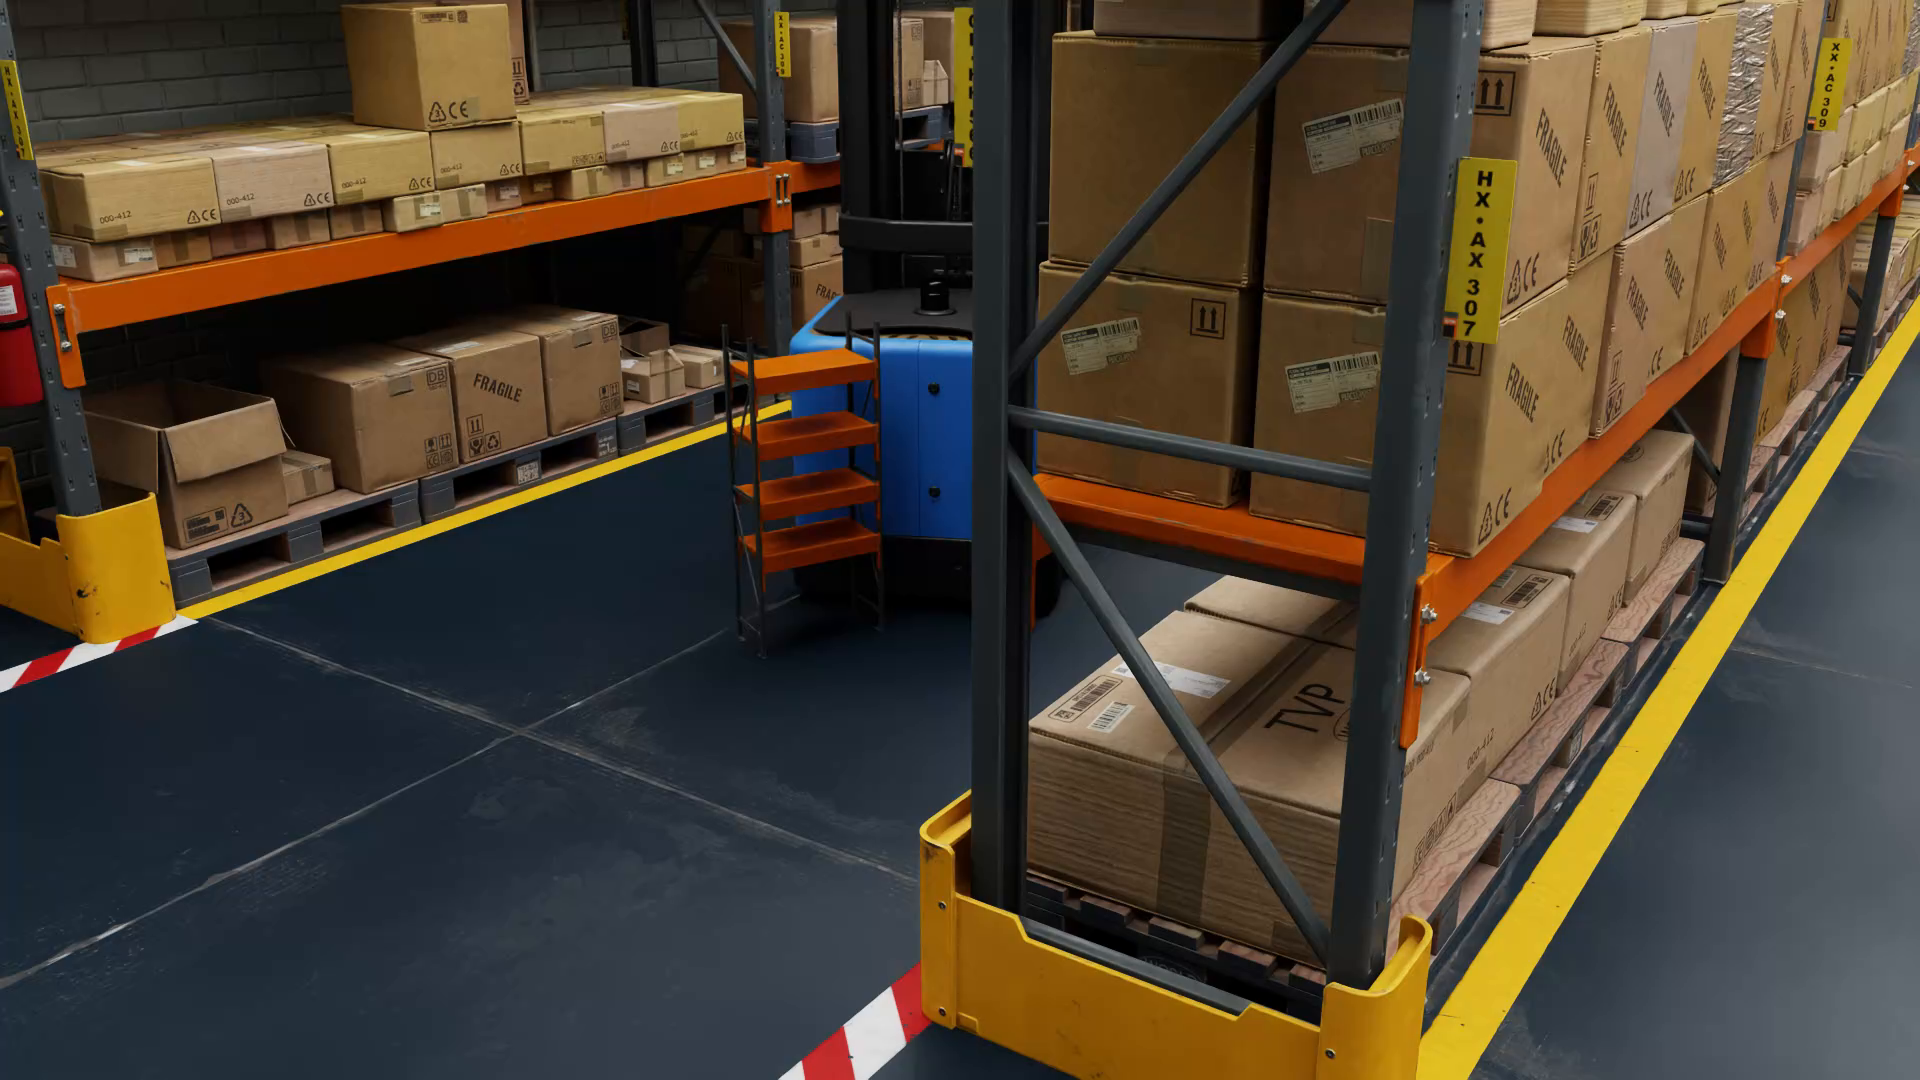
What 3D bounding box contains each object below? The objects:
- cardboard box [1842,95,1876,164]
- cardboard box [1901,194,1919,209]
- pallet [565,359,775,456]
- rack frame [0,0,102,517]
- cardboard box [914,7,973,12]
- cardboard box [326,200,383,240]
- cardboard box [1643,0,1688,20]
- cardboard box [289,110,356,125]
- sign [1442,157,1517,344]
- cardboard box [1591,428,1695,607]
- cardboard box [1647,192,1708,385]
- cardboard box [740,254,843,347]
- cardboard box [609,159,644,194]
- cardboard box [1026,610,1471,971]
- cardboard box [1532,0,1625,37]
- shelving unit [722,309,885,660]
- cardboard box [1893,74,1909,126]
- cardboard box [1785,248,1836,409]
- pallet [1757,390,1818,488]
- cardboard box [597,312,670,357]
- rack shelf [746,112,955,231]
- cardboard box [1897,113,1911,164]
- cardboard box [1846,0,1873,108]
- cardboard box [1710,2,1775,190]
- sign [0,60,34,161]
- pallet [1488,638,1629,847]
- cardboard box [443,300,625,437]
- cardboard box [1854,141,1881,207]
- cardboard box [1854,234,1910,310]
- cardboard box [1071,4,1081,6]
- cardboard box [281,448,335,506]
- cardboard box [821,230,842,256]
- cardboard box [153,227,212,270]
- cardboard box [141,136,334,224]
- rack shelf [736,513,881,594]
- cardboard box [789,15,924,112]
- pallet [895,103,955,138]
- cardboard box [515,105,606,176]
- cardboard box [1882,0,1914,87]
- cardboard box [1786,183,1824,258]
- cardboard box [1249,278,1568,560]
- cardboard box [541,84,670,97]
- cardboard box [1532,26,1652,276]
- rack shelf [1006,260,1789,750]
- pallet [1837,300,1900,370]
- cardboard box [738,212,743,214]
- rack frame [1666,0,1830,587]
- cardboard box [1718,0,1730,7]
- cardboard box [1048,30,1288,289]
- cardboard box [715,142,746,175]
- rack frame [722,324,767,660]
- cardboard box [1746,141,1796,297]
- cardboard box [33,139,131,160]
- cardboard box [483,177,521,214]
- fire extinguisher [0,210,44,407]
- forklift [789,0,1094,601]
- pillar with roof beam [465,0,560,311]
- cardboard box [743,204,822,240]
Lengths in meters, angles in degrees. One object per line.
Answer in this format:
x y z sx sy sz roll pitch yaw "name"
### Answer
3.777 -1.860 7.466 0.500 0.250 0.500 14 24 32 "cardboard box"
6.925 -2.439 12.718 0.950 0.372 0.625 14 24 33 "cardboard box"
-1.774 -0.792 9.103 1.003 0.211 1.213 13 24 32 "pallet"
-3.635 -1.149 6.049 1.000 3.000 0.127 13 24 32 "rack frame"
0.097 -3.186 10.800 0.797 0.503 0.637 13 24 31 "cardboard box"
-2.662 -1.375 7.019 0.380 0.149 0.250 14 24 33 "cardboard box"
1.642 -1.420 4.259 0.380 0.149 0.250 14 24 32 "cardboard box"
-2.729 -1.841 7.706 0.500 0.250 0.500 13 24 32 "cardboard box"
0.928 -0.516 2.973 0.100 0.325 0.005 13 24 32 "sign"
2.279 -0.166 6.479 0.875 0.438 0.875 13 24 31 "cardboard box"
1.809 -0.751 4.828 0.500 0.500 0.500 14 25 34 "cardboard box"
-0.929 -1.417 9.769 0.500 0.500 0.500 15 25 34 "cardboard box"
-1.781 -1.810 8.198 0.380 0.149 0.250 14 24 33 "cardboard box"
0.760 0.613 4.371 0.875 0.438 0.875 12 24 30 "cardboard box"
1.230 -1.192 3.643 0.380 0.149 0.250 14 25 33 "cardboard box"
-0.563 -0.204 6.086 0.503 1.200 0.258 -12 23 -29 "shelving unit"
4.622 -2.306 8.670 0.500 0.250 0.500 13 24 30 "cardboard box"
4.007 -1.241 8.754 0.875 0.875 0.875 14 24 32 "cardboard box"
3.777 -0.610 8.610 1.003 0.211 1.213 13 24 32 "pallet"
-1.954 -1.090 9.157 0.500 0.311 0.500 14 25 34 "cardboard box"
-0.262 -2.534 10.828 1.077 0.370 4.000 13 24 32 "rack shelf"
4.900 -2.212 9.137 0.500 0.250 0.500 12 24 30 "cardboard box"
3.469 -2.068 6.946 0.500 0.500 0.500 13 24 32 "cardboard box"
2.113 -1.365 5.046 0.500 0.500 0.500 14 24 33 "cardboard box"
-3.186 -1.450 5.613 0.100 0.325 0.005 13 24 32 "sign"
1.543 0.532 5.522 1.003 0.211 1.213 13 24 32 "pallet"
-2.117 -0.867 8.282 0.700 0.500 0.500 12 24 30 "cardboard box"
4.066 -1.769 7.940 0.500 0.250 0.500 13 24 31 "cardboard box"
5.703 -1.816 11.033 0.950 0.372 0.625 13 24 31 "cardboard box"
0.932 -4.026 12.745 0.380 0.149 0.250 14 24 33 "cardboard box"
-2.942 -0.281 7.204 0.380 0.149 0.250 12 24 30 "cardboard box"
-0.873 -1.772 9.793 0.380 0.149 0.250 13 24 30 "cardboard box"
-3.119 -1.154 6.424 0.380 0.149 0.250 14 24 33 "cardboard box"
-2.874 -1.441 6.624 0.500 0.250 0.500 14 24 32 "cardboard box"
-0.563 0.046 6.178 0.480 0.148 0.258 -12 23 -29 "rack shelf"
-0.639 -2.785 9.720 0.700 0.500 0.500 14 24 32 "cardboard box"
-0.228 -2.796 10.777 1.003 0.211 1.213 13 24 32 "pallet"
-2.032 -1.885 7.826 0.500 0.250 0.500 13 24 31 "cardboard box"
4.329 -2.504 8.126 0.500 0.500 0.500 13 24 32 "cardboard box"
3.186 -1.335 6.765 0.500 0.250 0.500 13 24 31 "cardboard box"
0.979 -0.311 3.638 0.500 0.500 0.500 13 24 31 "cardboard box"
-1.888 -2.277 8.884 0.500 0.250 0.500 13 24 31 "cardboard box"
1.262 -0.930 3.870 0.500 0.500 0.500 13 24 30 "cardboard box"
1.596 -0.419 5.111 1.077 0.370 4.000 13 24 32 "rack shelf"
5.410 -1.394 10.729 1.003 0.211 1.213 13 24 32 "pallet"
-1.145 -1.936 10.237 0.380 0.149 0.250 14 24 32 "cardboard box"
2.721 -1.330 6.537 1.000 3.000 0.127 13 24 32 "rack frame"
2.040 -1.645 4.869 0.380 0.149 0.250 13 24 31 "cardboard box"
0.546 -0.883 3.743 0.500 0.500 0.500 14 25 34 "cardboard box"
-1.357 -2.039 8.815 0.380 0.149 0.250 14 24 33 "cardboard box"
-0.773 -0.161 5.969 0.015 1.200 0.240 -12 23 -29 "rack frame"
2.671 -1.194 6.026 0.500 0.500 0.500 14 24 32 "cardboard box"
-3.596 -1.402 6.520 0.500 0.250 0.500 14 25 33 "cardboard box"
-2.239 -1.599 7.627 0.380 0.149 0.250 13 24 32 "cardboard box"
-3.336 -0.806 5.769 0.296 0.674 0.183 13 24 32 "fire extinguisher"
0.064 -1.610 7.392 1.130 2.935 3.031 3 20 8 "forklift"
1.037 -4.247 5.776 9.100 9.000 0.400 13 24 32 "pillar with roof beam"
-1.015 -1.828 9.518 0.380 0.149 0.250 13 24 31 "cardboard box"
